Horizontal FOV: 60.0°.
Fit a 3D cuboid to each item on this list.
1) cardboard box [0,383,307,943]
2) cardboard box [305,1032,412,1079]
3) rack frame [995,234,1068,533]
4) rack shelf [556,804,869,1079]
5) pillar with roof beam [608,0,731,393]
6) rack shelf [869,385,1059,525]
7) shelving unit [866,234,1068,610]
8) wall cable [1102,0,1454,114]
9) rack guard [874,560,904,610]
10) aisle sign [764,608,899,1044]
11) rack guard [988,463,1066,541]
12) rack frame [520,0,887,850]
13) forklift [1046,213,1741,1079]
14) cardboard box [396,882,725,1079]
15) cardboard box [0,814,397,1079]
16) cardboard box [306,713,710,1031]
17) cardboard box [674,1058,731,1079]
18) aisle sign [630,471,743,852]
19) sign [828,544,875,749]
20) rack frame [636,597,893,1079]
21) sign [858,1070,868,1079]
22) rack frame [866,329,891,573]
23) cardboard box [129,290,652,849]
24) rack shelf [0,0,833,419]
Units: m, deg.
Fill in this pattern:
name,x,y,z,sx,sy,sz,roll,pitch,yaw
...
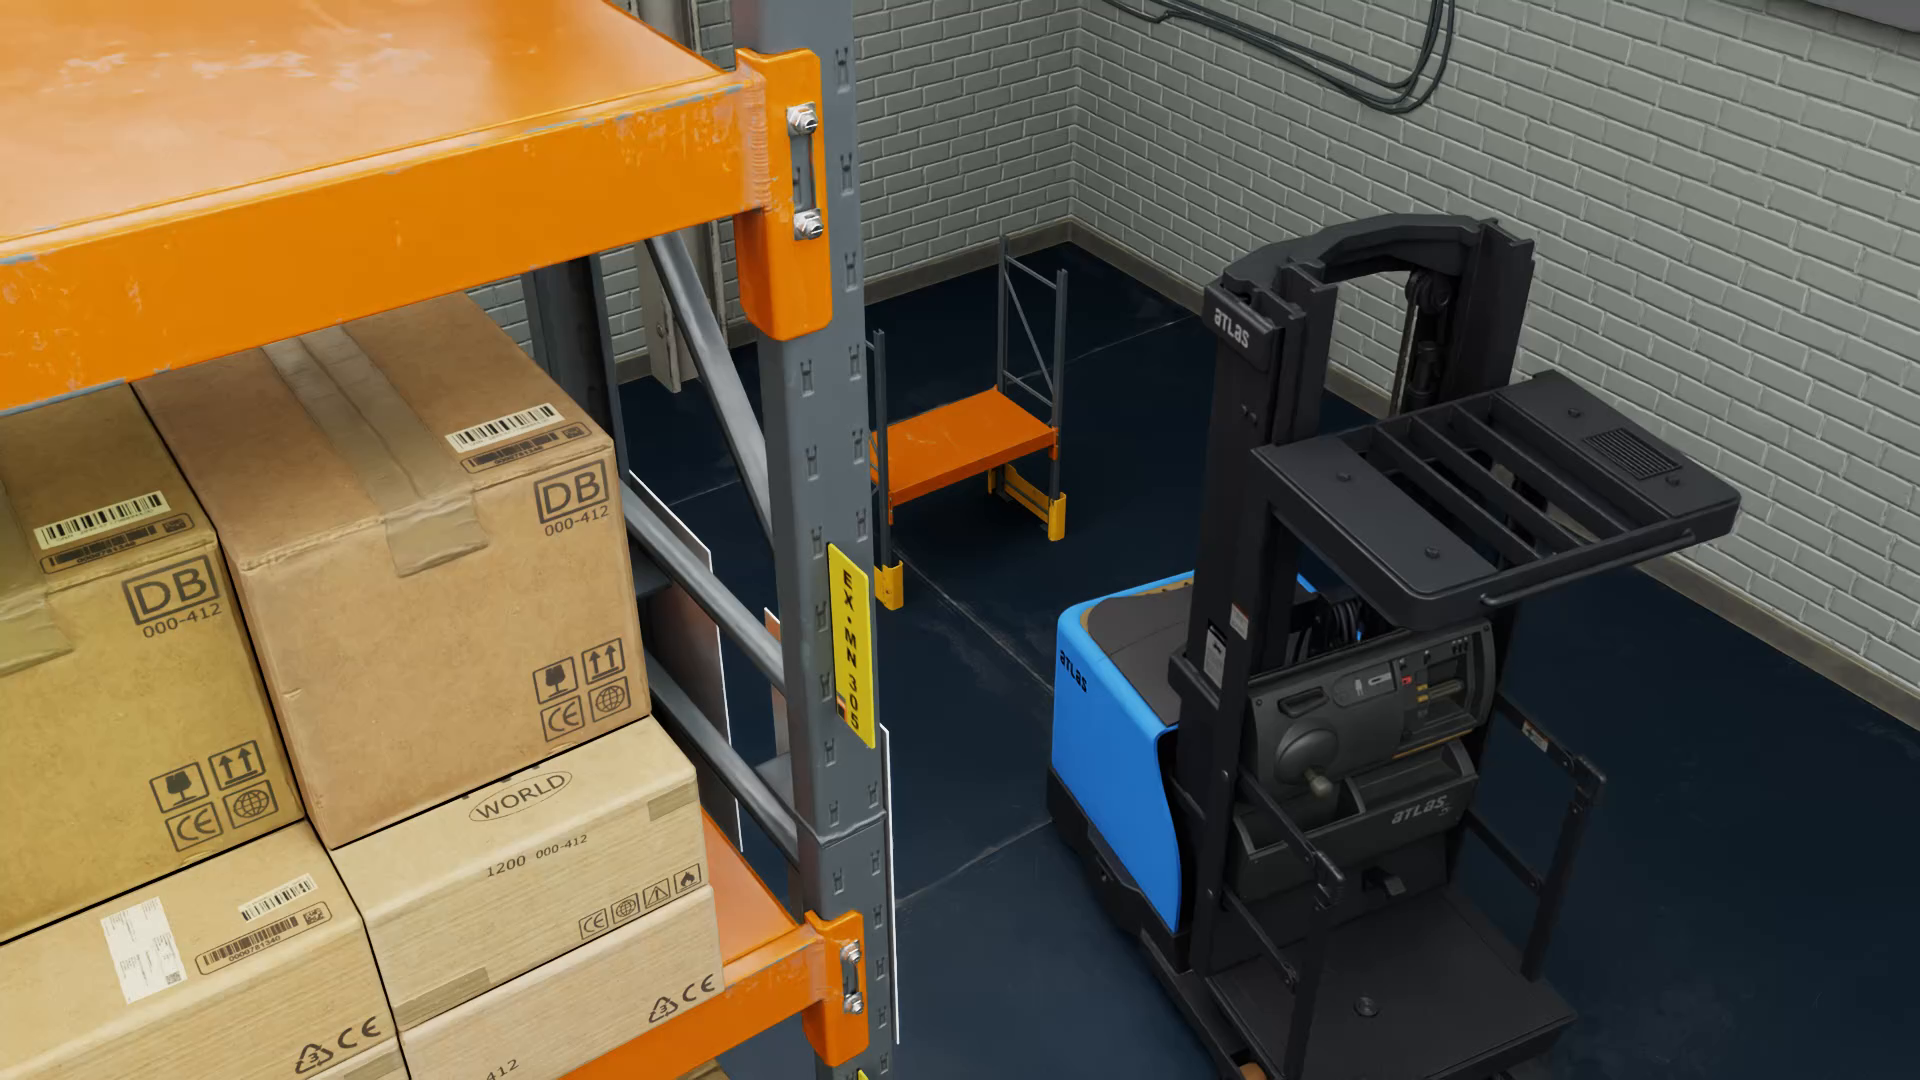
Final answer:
name,x,y,z,sx,sy,sz,roll,pitch,yaw
cardboard box,-1.330,0.110,2.331,0.500,0.500,0.700,-22,41,-28
cardboard box,-1.145,0.770,2.483,0.500,0.250,0.500,-22,41,-28
rack frame,0.346,-0.751,8.323,0.032,1.500,0.500,-22,41,-28
rack shelf,-2.097,1.213,2.356,4.000,0.370,1.077,-22,41,-28
pillar with roof beam,0.870,-2.599,4.470,0.400,9.000,9.100,-22,41,-28
rack shelf,-0.070,-0.434,8.191,1.000,0.185,0.538,-22,41,-28
shelving unit,-0.062,-0.583,8.090,1.083,1.500,0.587,-22,41,-28
wall cable,1.510,-3.804,8.805,0.112,2.526,3.097,-22,41,-28
rack guard,-0.469,0.092,8.222,0.087,0.250,0.587,-22,41,-28
aisle sign,-0.230,0.533,3.026,0.004,0.787,0.394,-22,41,-28
rack guard,0.345,-0.243,8.688,0.087,0.250,0.587,-22,41,-28
rack frame,-0.462,-0.970,2.205,0.127,3.000,1.000,-22,41,-28
forklift,1.431,0.609,5.206,1.130,2.935,3.031,-15,38,-20
cardboard box,-0.730,0.607,2.709,0.500,0.250,0.500,-22,41,-28
cardboard box,-1.143,0.569,2.335,0.500,0.250,0.500,-22,41,-28
cardboard box,-0.735,0.400,2.569,0.500,0.250,0.500,-22,41,-28
cardboard box,-0.667,1.300,3.245,0.500,0.500,0.500,-23,42,-28
aisle sign,-0.575,0.247,3.424,0.004,0.787,0.394,-22,41,-28
sign,-0.159,0.160,2.445,0.005,0.325,0.100,-22,41,-28
rack frame,-0.462,1.466,3.957,0.127,3.000,1.000,-22,41,-28
sign,-0.159,1.139,3.149,0.005,0.325,0.100,-22,41,-28
rack frame,-0.485,-0.409,7.848,0.032,1.500,0.500,-22,41,-28
cardboard box,-0.872,-0.018,2.509,0.500,0.500,0.700,-22,41,-28
rack shelf,-2.097,-0.004,1.481,4.000,0.370,1.077,-22,41,-28
